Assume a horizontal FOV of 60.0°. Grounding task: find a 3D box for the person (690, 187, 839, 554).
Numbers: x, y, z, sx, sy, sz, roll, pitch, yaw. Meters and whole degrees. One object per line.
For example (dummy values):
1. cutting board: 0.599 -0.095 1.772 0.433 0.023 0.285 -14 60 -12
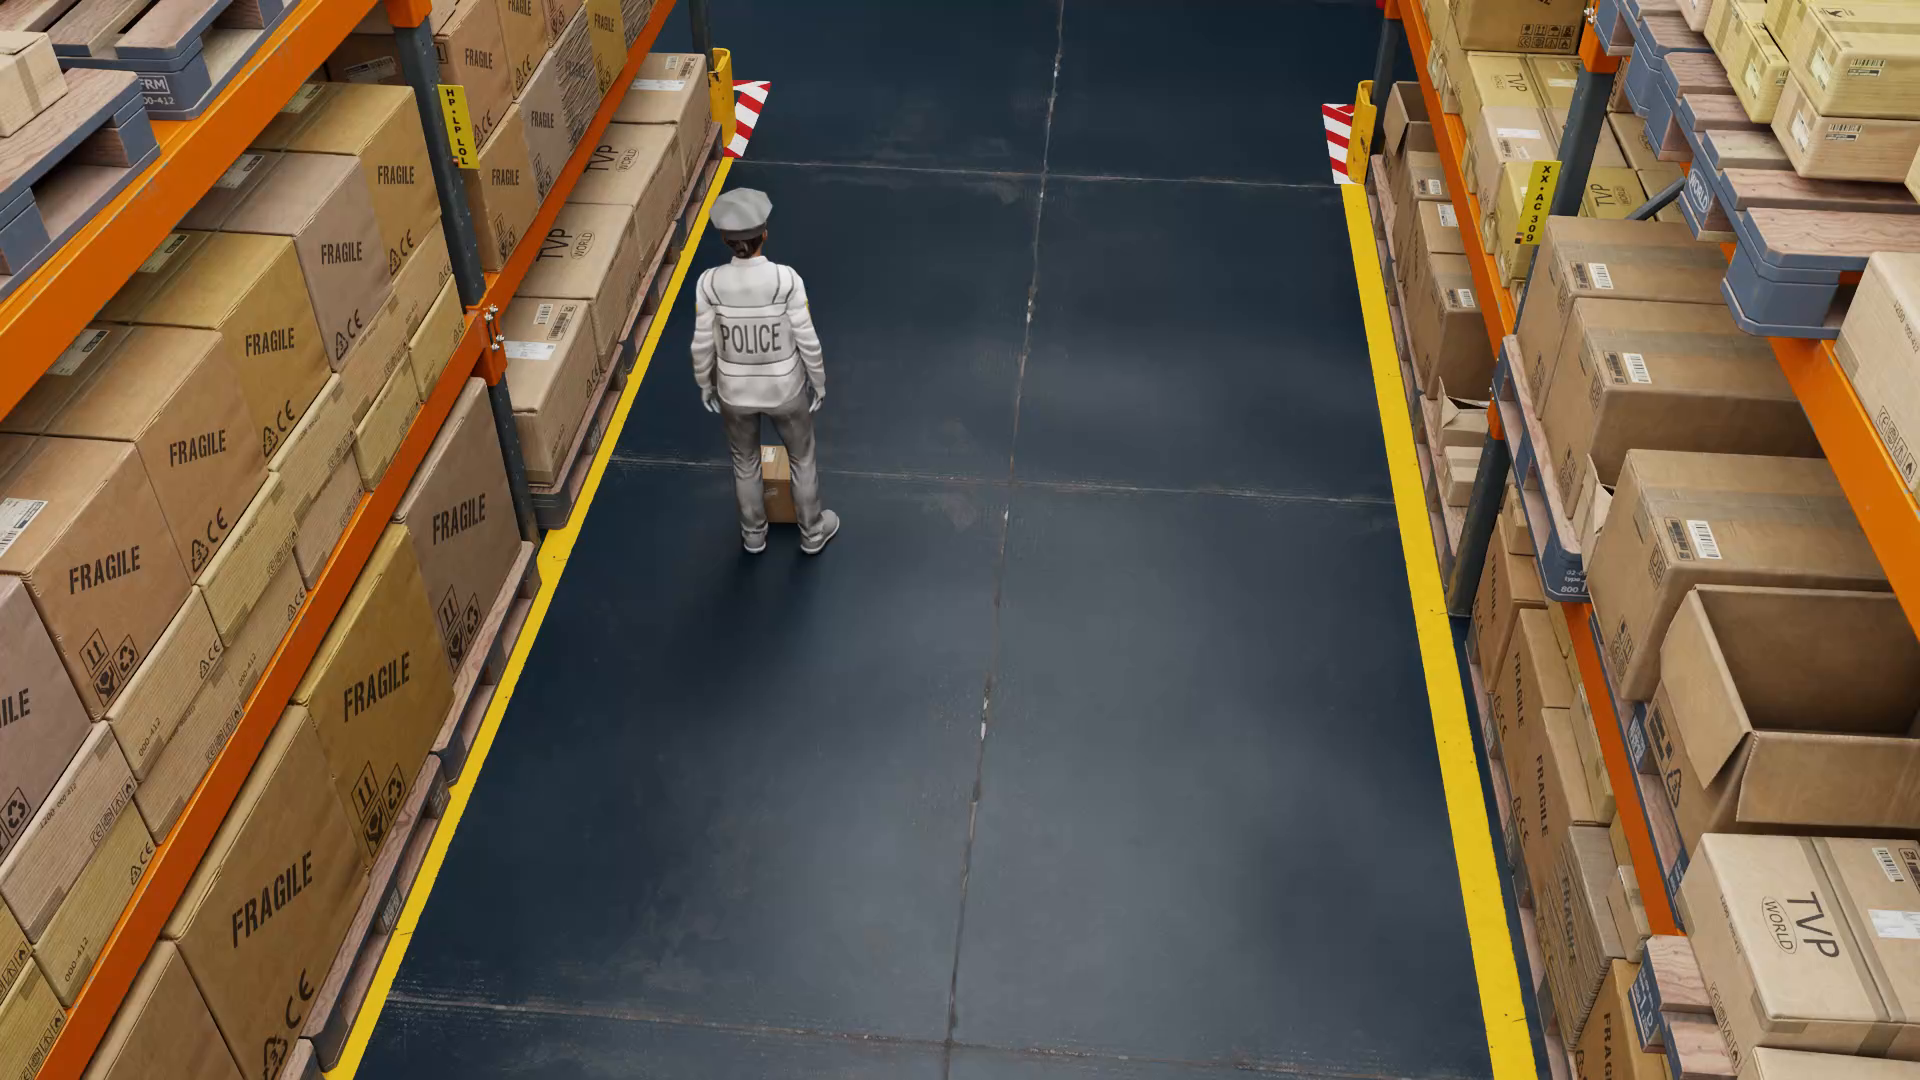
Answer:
1. person: -0.820 -0.637 6.903 0.548 1.665 0.374 1 40 1
